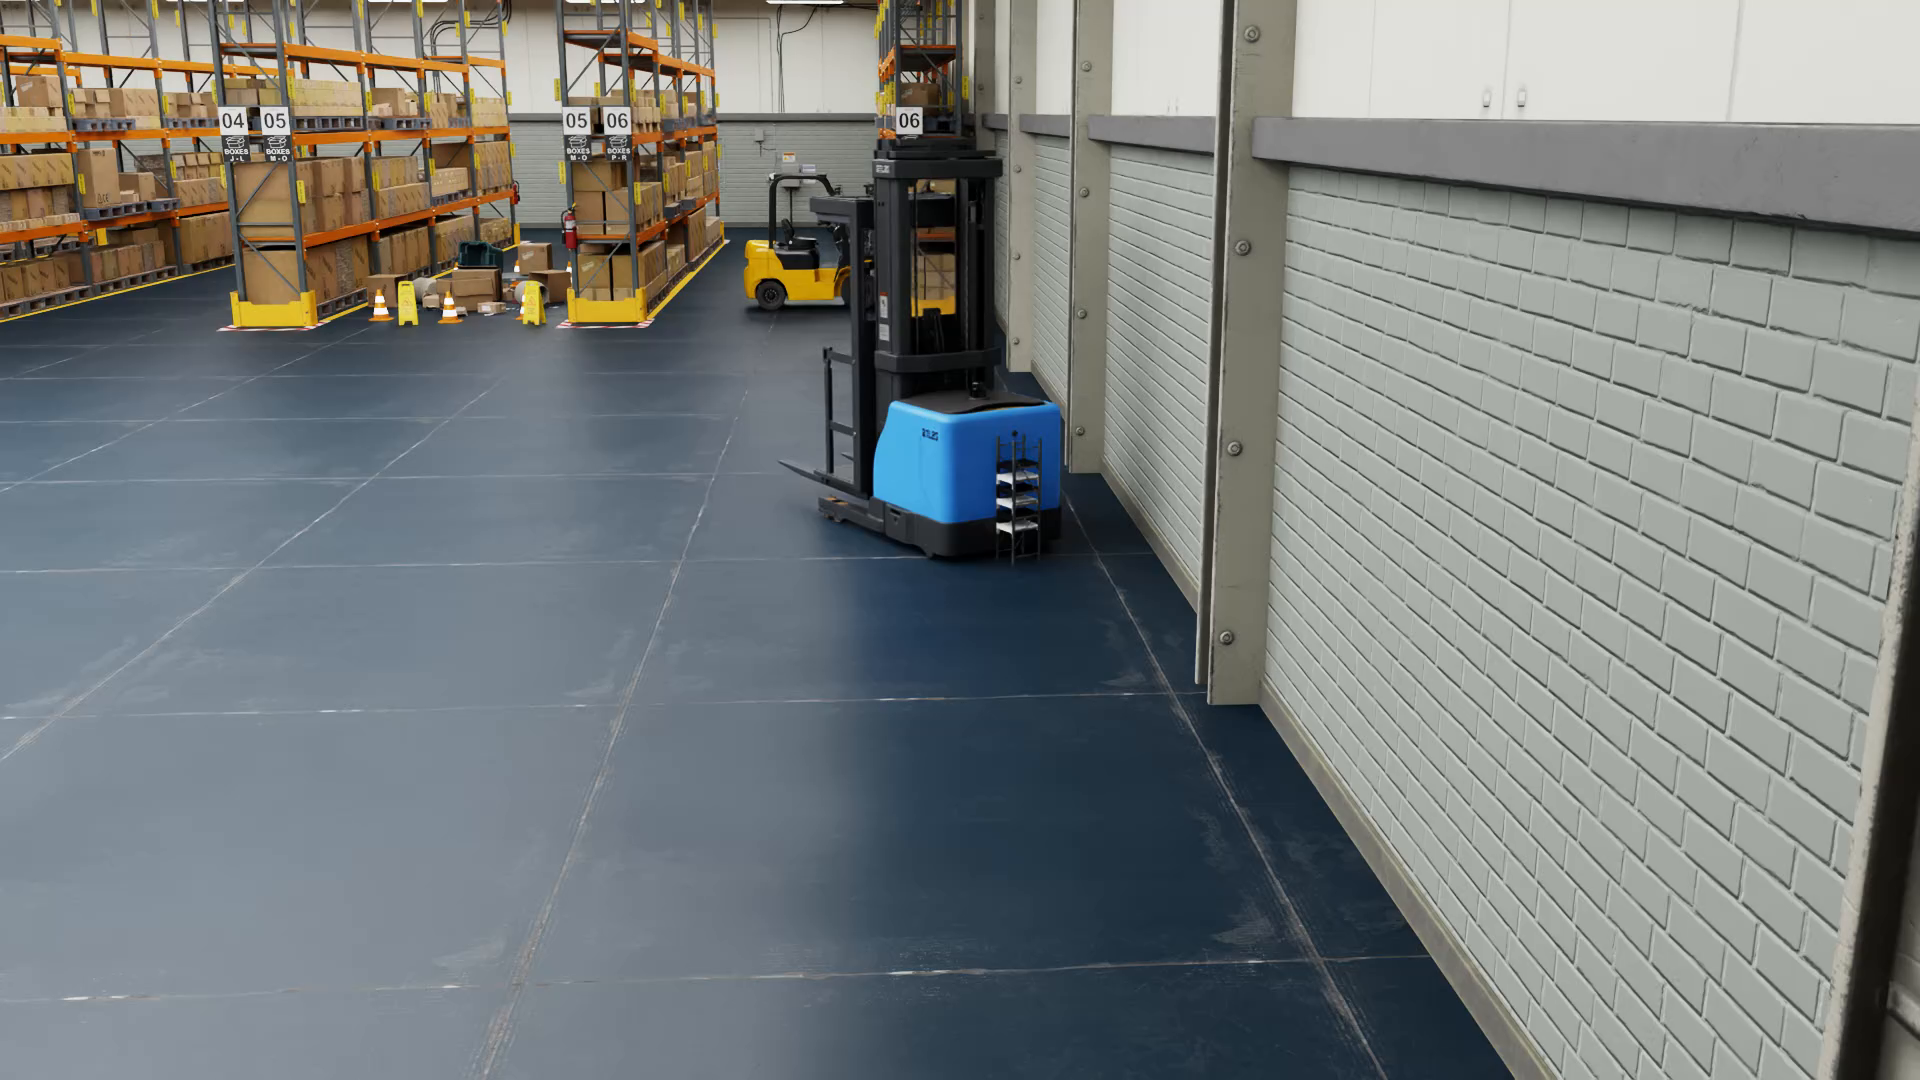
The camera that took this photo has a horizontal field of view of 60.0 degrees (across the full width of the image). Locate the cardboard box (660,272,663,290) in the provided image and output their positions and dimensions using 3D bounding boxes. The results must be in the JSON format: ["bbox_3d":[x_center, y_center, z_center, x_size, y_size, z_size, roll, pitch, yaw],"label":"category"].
[{"bbox_3d":[-5.329,-4.411,28.326,0.500,0.250,0.500,-1,14,-5],"label":"cardboard box"}]

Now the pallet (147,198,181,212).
[{"bbox_3d":[-15.665,-6.388,31.719,1.213,0.211,1.003,-1,14,-3],"label":"pallet"}]

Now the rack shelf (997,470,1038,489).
[{"bbox_3d":[0.418,-0.429,11.799,0.258,0.077,0.200,-9,17,-31],"label":"rack shelf"}]

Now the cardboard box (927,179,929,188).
[{"bbox_3d":[-0.338,-5.749,26.750,0.380,0.149,0.250,0,14,-2],"label":"cardboard box"}]

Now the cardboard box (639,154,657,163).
[{"bbox_3d":[-6.218,-7.467,33.319,0.500,0.500,0.500,-1,14,-5],"label":"cardboard box"}]

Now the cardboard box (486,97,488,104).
[{"bbox_3d":[-10.946,-9.986,37.798,0.380,0.149,0.250,-1,14,-5],"label":"cardboard box"}]

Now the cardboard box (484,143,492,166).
[{"bbox_3d":[-10.939,-8.750,37.709,0.500,0.500,0.500,-1,14,-3],"label":"cardboard box"}]

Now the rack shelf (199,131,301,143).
[{"bbox_3d":[-16.188,-9.253,37.893,1.077,0.370,4.000,-1,14,-3],"label":"rack shelf"}]

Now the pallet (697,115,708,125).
[{"bbox_3d":[-6.213,-9.418,37.267,1.003,0.211,1.213,-1,14,-3],"label":"pallet"}]

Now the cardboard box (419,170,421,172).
[{"bbox_3d":[-11.461,-7.646,34.690,0.380,0.149,0.250,0,14,-1],"label":"cardboard box"}]

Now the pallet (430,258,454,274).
[{"bbox_3d":[-10.906,-5.552,33.680,1.003,0.211,1.213,-1,14,-3],"label":"pallet"}]

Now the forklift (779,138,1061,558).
[{"bbox_3d":[-0.466,-1.611,12.904,1.130,2.935,3.031,-9,17,-31],"label":"forklift"}]

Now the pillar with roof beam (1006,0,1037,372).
[{"bbox_3d":[-3.544,-6.431,19.462,9.100,9.000,0.400,-1,14,-3],"label":"pillar with roof beam"}]

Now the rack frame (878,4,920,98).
[{"bbox_3d":[-1.467,-11.782,40.258,1.000,3.000,0.127,-1,14,-3],"label":"rack frame"}]

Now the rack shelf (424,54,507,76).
[{"bbox_3d":[-11.231,-10.755,37.719,1.077,0.370,4.000,-1,14,-3],"label":"rack shelf"}]

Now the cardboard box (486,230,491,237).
[{"bbox_3d":[-10.974,-7.022,38.080,0.380,0.149,0.250,0,14,-1],"label":"cardboard box"}]

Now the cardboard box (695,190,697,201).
[{"bbox_3d":[-5.814,-7.243,34.958,0.500,0.250,0.500,-1,14,-3],"label":"cardboard box"}]

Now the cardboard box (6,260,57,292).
[{"bbox_3d":[-15.540,-4.412,27.828,0.500,0.500,0.500,4,15,14],"label":"cardboard box"}]

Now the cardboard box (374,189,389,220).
[{"bbox_3d":[-10.375,-5.896,29.223,0.500,0.500,0.500,-1,14,-3],"label":"cardboard box"}]

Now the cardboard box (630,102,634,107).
[{"bbox_3d":[-5.233,-6.754,25.641,0.380,0.149,0.250,-1,14,-3],"label":"cardboard box"}]

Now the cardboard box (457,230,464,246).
[{"bbox_3d":[-10.751,-6.260,35.010,0.500,0.500,0.500,-1,14,-5],"label":"cardboard box"}]

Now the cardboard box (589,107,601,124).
[{"bbox_3d":[-5.730,-6.467,25.325,0.500,0.250,0.500,-1,14,-4],"label":"cardboard box"}]

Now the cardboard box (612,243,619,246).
[{"bbox_3d":[-5.909,-4.986,27.754,0.380,0.149,0.250,0,14,0],"label":"cardboard box"}]

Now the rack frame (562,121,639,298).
[{"bbox_3d":[-5.429,-4.820,25.239,1.000,3.000,0.127,-1,14,-3],"label":"rack frame"}]

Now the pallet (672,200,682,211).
[{"bbox_3d":[-5.761,-6.225,31.085,1.003,0.211,1.213,-1,14,-3],"label":"pallet"}]

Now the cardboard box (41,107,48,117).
[{"bbox_3d":[-15.232,-7.029,27.308,0.380,0.149,0.250,-2,15,-6],"label":"cardboard box"}]

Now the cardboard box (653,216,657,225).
[{"bbox_3d":[-5.287,-5.365,27.862,0.380,0.149,0.250,-1,14,-4],"label":"cardboard box"}]

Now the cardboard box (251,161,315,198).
[{"bbox_3d":[-10.474,-5.542,25.578,0.875,0.550,0.550,-1,14,-3],"label":"cardboard box"}]

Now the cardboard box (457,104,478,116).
[{"bbox_3d":[-10.897,-9.448,36.506,0.500,0.250,0.500,0,14,-2],"label":"cardboard box"}]

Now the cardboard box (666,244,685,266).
[{"bbox_3d":[-5.900,-5.599,32.700,0.950,0.372,0.625,-2,15,-7],"label":"cardboard box"}]

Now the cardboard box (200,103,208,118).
[{"bbox_3d":[-16.086,-8.990,34.763,0.500,0.311,0.500,-1,14,-5],"label":"cardboard box"}]

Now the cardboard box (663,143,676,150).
[{"bbox_3d":[-6.509,-8.723,36.899,0.380,0.149,0.250,-1,14,-5],"label":"cardboard box"}]

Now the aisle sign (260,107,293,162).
[{"bbox_3d":[-10.060,-5.964,24.470,0.394,0.787,0.004,-1,14,-3],"label":"aisle sign"}]

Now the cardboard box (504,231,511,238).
[{"bbox_3d":[-10.997,-7.330,39.874,0.380,0.149,0.250,0,14,-2],"label":"cardboard box"}]

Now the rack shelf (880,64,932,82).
[{"bbox_3d":[-1.095,-9.748,34.598,1.077,0.370,4.000,-1,14,-3],"label":"rack shelf"}]

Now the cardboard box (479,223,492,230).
[{"bbox_3d":[-10.917,-7.163,38.031,0.380,0.149,0.250,-1,14,-2],"label":"cardboard box"}]

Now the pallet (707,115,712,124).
[{"bbox_3d":[-6.286,-9.720,38.443,1.003,0.211,1.213,-1,14,-3],"label":"pallet"}]

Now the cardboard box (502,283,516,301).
[{"bbox_3d":[-7.769,-4.255,28.530,0.258,0.266,0.396,-13,20,-42],"label":"cardboard box"}]

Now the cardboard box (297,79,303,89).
[{"bbox_3d":[-10.081,-6.837,24.922,0.380,0.149,0.250,-1,14,-3],"label":"cardboard box"}]

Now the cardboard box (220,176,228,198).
[{"bbox_3d":[-15.738,-7.464,35.317,0.500,0.500,0.500,0,14,-2],"label":"cardboard box"}]

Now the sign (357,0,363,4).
[{"bbox_3d":[-10.056,-9.150,27.837,0.100,0.325,0.005,-1,14,-3],"label":"sign"}]

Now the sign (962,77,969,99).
[{"bbox_3d":[0.079,-6.819,25.075,0.100,0.325,0.005,-1,14,-3],"label":"sign"}]

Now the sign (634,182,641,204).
[{"bbox_3d":[-4.888,-5.247,25.164,0.100,0.325,0.005,-1,14,-3],"label":"sign"}]

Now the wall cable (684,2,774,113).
[{"bbox_3d":[-6.303,-13.126,45.481,2.355,3.000,0.029,-1,14,-3],"label":"wall cable"}]

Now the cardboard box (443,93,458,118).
[{"bbox_3d":[-11.193,-9.311,35.632,0.700,0.500,0.500,-1,14,-3],"label":"cardboard box"}]

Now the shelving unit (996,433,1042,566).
[{"bbox_3d":[0.418,-0.287,11.835,0.258,0.900,0.210,-9,17,-31],"label":"shelving unit"}]

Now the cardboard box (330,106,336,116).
[{"bbox_3d":[-10.174,-6.831,26.495,0.380,0.149,0.250,-1,14,-4],"label":"cardboard box"}]

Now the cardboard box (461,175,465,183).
[{"bbox_3d":[-10.868,-7.767,35.758,0.380,0.149,0.250,-1,14,-3],"label":"cardboard box"}]

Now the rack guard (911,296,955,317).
[{"bbox_3d":[-0.474,-3.681,25.829,1.175,0.500,0.348,-1,14,-3],"label":"rack guard"}]

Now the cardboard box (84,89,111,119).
[{"bbox_3d":[-15.558,-7.720,29.443,0.797,0.503,0.637,0,14,-1],"label":"cardboard box"}]

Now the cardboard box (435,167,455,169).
[{"bbox_3d":[-11.419,-8.011,36.845,0.500,0.500,0.500,-1,14,-3],"label":"cardboard box"}]

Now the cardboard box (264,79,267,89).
[{"bbox_3d":[-10.771,-6.956,25.382,0.380,0.149,0.250,-1,14,-2],"label":"cardboard box"}]

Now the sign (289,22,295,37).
[{"bbox_3d":[-15.769,-12.047,39.255,0.100,0.325,0.005,-1,14,-3],"label":"sign"}]

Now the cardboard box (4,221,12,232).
[{"bbox_3d":[-15.184,-4.930,26.173,0.380,0.149,0.250,-1,14,-3],"label":"cardboard box"}]
